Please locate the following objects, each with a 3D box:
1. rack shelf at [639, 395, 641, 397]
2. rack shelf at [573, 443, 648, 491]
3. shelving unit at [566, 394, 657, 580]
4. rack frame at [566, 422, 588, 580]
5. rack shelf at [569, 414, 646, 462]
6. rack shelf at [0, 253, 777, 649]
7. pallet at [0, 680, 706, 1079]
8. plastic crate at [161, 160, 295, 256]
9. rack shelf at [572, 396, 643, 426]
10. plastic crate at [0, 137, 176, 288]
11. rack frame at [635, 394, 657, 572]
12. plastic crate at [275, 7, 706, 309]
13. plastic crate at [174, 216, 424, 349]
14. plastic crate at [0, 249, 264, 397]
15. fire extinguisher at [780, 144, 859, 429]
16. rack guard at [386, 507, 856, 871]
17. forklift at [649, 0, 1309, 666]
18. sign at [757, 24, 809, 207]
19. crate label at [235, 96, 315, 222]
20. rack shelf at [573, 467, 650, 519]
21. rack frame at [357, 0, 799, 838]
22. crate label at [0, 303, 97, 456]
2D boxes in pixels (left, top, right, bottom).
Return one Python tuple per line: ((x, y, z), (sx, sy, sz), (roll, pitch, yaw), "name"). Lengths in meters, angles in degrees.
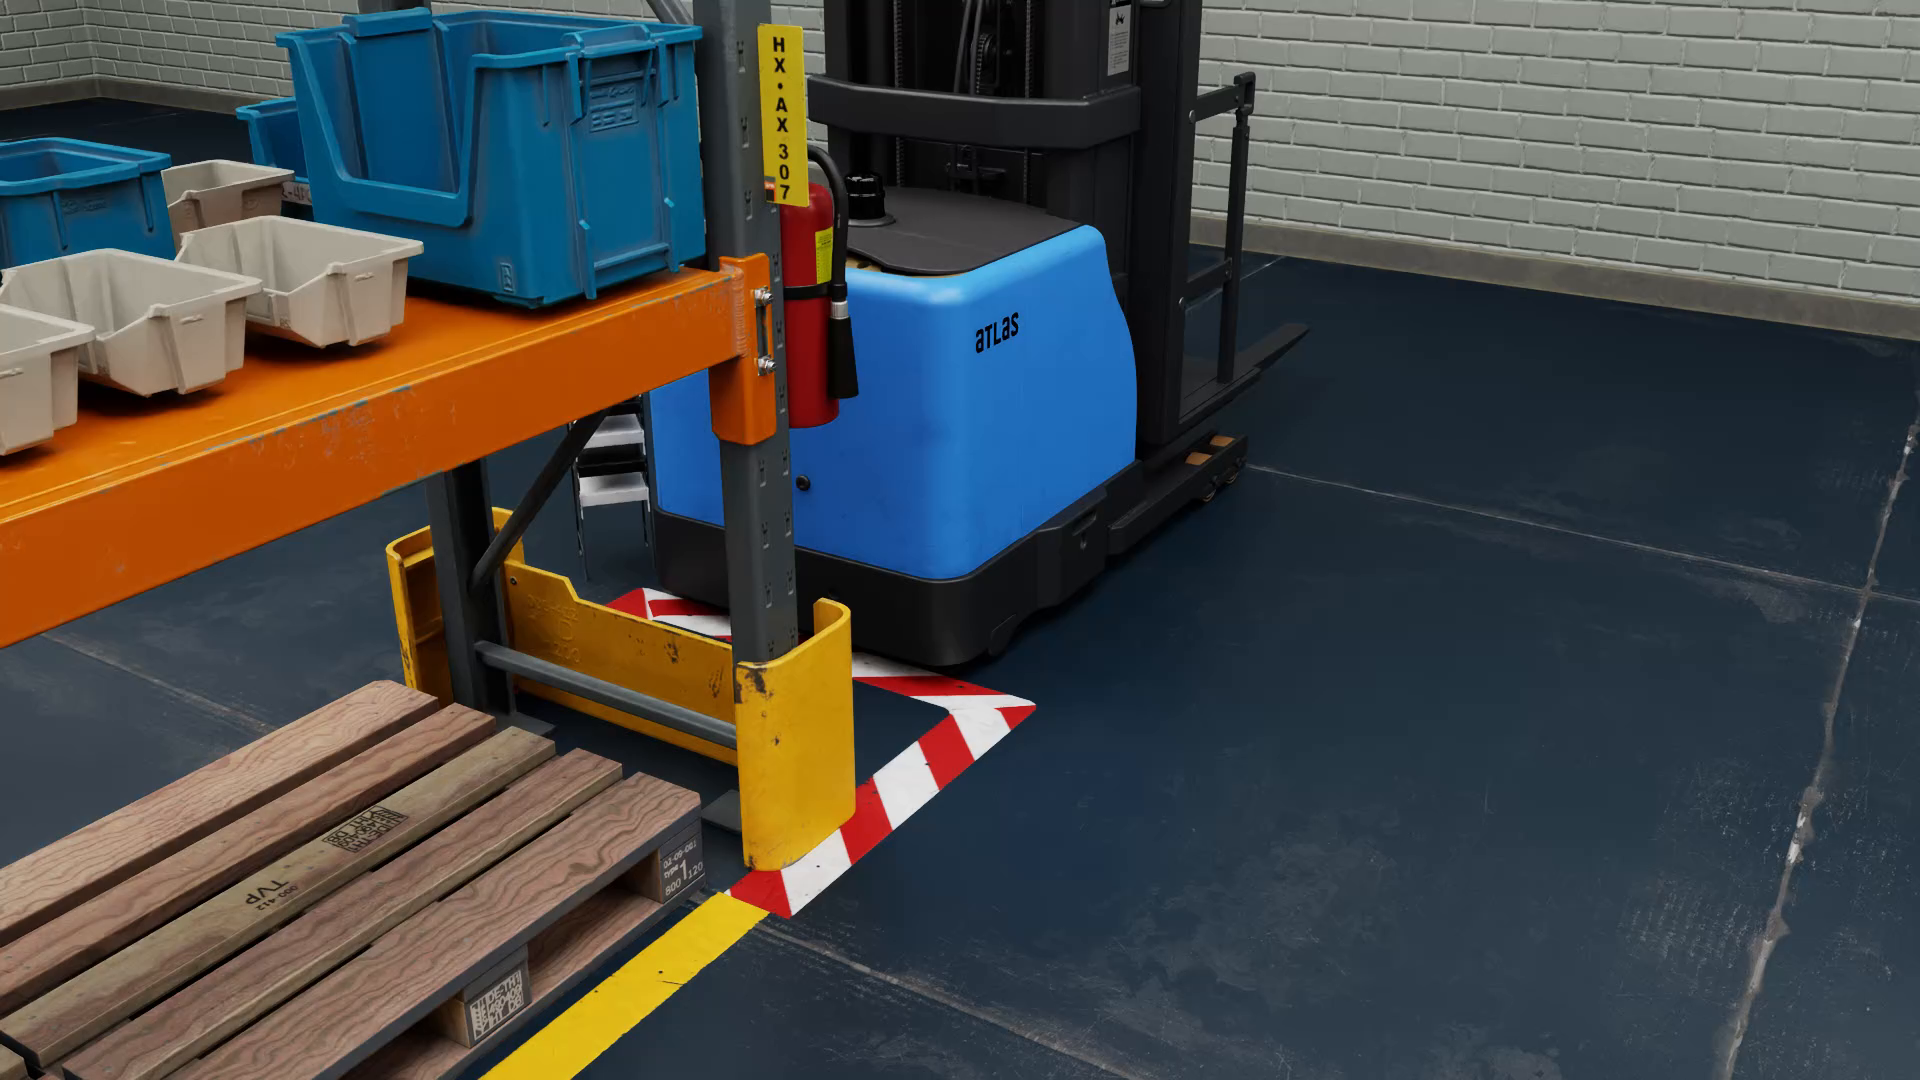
((-1.053, -0.485, 4.868), (0.200, 0.077, 0.258), (-7, 24, -16), "rack shelf")
((-1.053, -0.237, 4.975), (0.200, 0.077, 0.258), (-7, 24, -16), "rack shelf")
((-1.053, -0.350, 4.926), (0.210, 0.900, 0.258), (-7, 24, -16), "shelving unit")
((-1.150, -0.338, 4.898), (0.006, 0.900, 0.240), (-7, 24, -16), "rack frame")
((-1.053, -0.319, 4.939), (0.200, 0.077, 0.258), (-7, 24, -16), "rack shelf")
((-1.858, 0.186, 1.951), (1.077, 0.370, 4.000), (14, 27, 29), "rack shelf")
((-1.271, 0.730, 3.297), (1.003, 0.211, 1.213), (14, 27, 29), "pallet")
((-1.452, -0.621, 3.165), (0.250, 0.136, 0.298), (14, 27, 29), "plastic crate")
((-1.053, -0.402, 4.903), (0.200, 0.077, 0.258), (-7, 24, -16), "rack shelf")
((-1.560, -0.534, 2.843), (0.416, 0.233, 0.300), (14, 27, 29), "plastic crate")
((-0.956, -0.362, 4.953), (0.006, 0.900, 0.240), (-7, 24, -16), "rack frame")
((-0.821, -0.711, 2.997), (0.616, 0.435, 0.499), (14, 27, 29), "plastic crate")
((-1.079, -0.413, 2.685), (0.396, 0.136, 0.243), (14, 27, 29), "plastic crate")
((-1.244, -0.318, 2.466), (0.396, 0.136, 0.243), (14, 27, 29), "plastic crate")
((-0.337, -0.569, 3.355), (0.296, 0.674, 0.183), (14, 27, 29), "fire extinguisher")
((-0.801, 0.317, 3.889), (1.175, 0.500, 0.348), (14, 27, 29), "rack guard")
((0.328, -1.558, 5.159), (1.130, 2.935, 3.031), (14, 27, 29), "forklift")
((-0.327, -0.785, 3.082), (0.100, 0.325, 0.005), (14, 27, 29), "sign")
((-1.213, -0.756, 3.356), (0.416, 0.233, 0.303), (14, 27, 29), "crate label")
((-1.053, -0.154, 5.011), (0.200, 0.077, 0.258), (-7, 24, -16), "rack shelf")
((-0.803, -0.820, 3.368), (1.000, 3.000, 0.127), (14, 27, 29), "rack frame")
((-1.370, -0.219, 2.237), (0.396, 0.136, 0.243), (14, 27, 29), "crate label")
